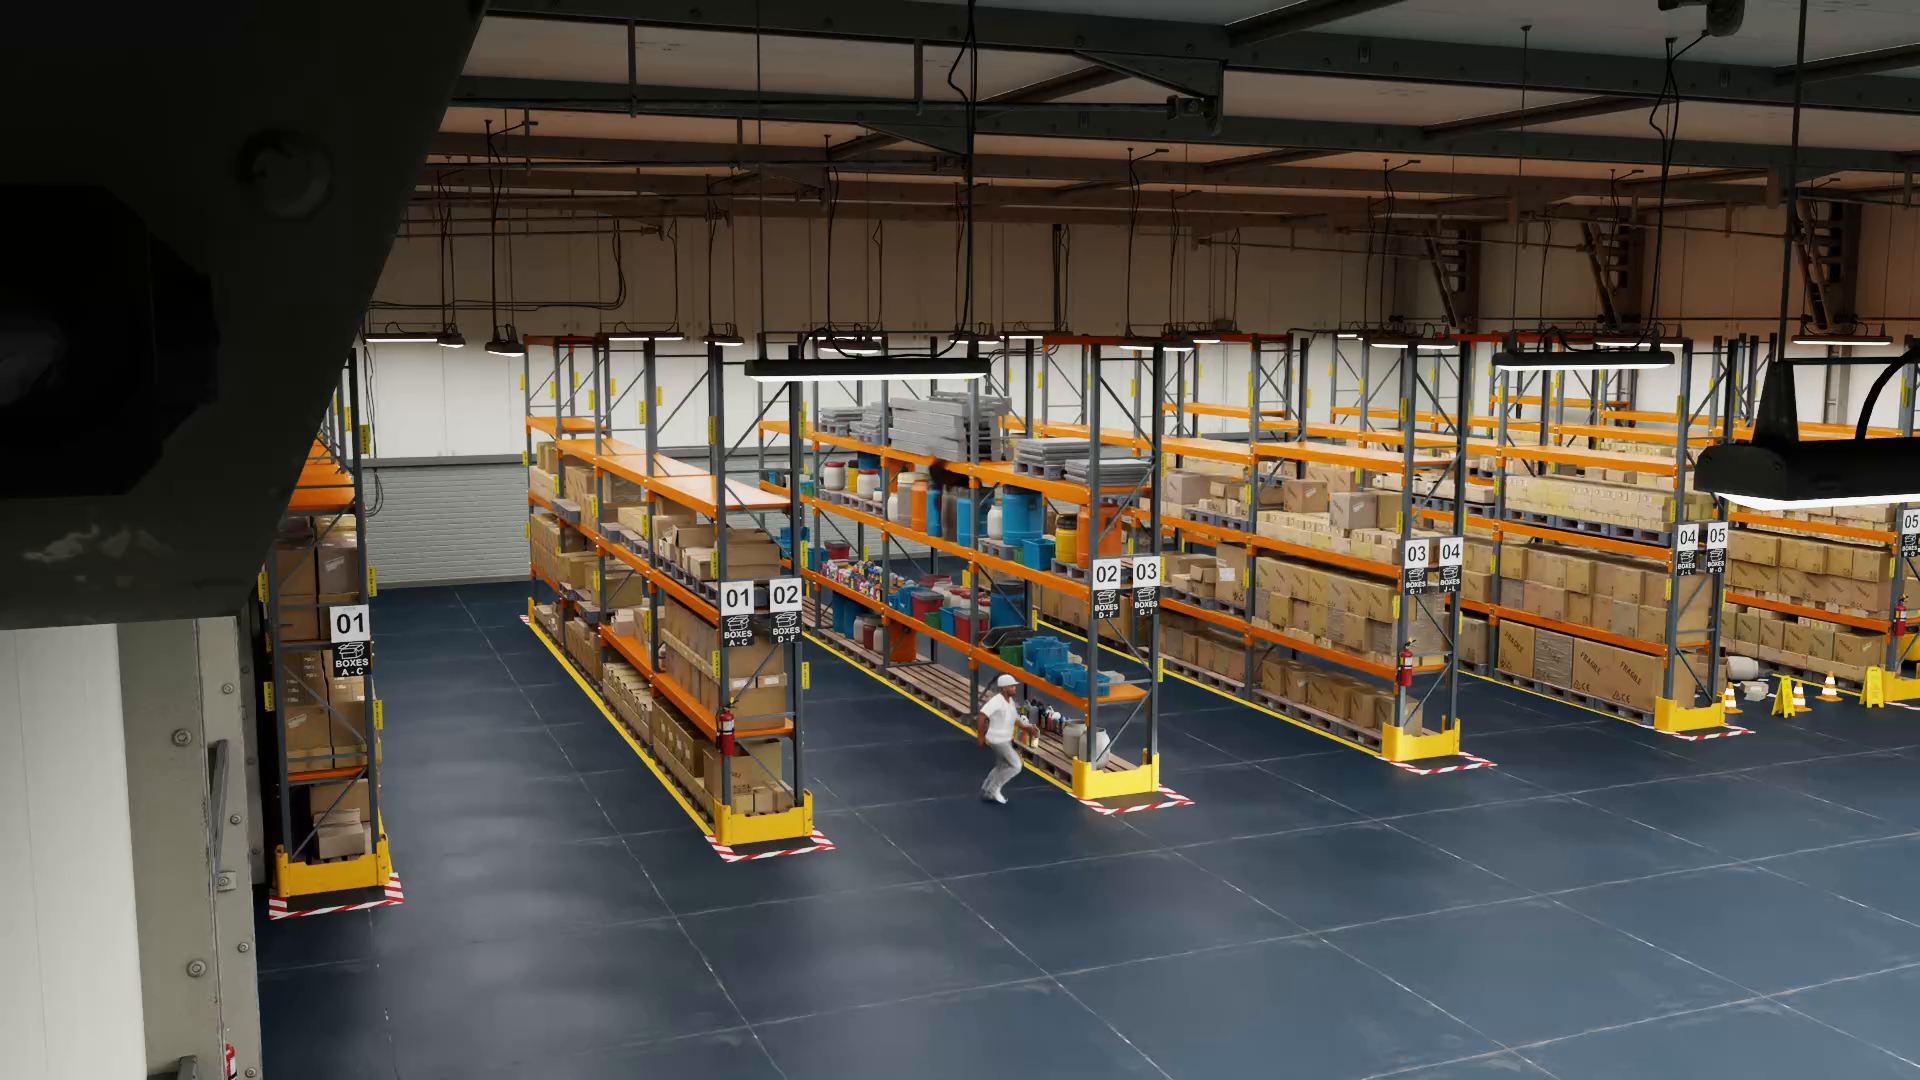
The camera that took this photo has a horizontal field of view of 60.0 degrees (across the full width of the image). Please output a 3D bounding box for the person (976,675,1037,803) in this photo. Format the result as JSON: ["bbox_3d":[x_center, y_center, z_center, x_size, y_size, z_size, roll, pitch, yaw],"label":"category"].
[{"bbox_3d":[0.584,2.604,21.695,0.737,1.702,0.708,2,8,18],"label":"person"}]

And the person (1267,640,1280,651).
[{"bbox_3d":[6.057,1.292,31.420,0.646,1.760,0.673,-4,9,-27],"label":"person"}]
